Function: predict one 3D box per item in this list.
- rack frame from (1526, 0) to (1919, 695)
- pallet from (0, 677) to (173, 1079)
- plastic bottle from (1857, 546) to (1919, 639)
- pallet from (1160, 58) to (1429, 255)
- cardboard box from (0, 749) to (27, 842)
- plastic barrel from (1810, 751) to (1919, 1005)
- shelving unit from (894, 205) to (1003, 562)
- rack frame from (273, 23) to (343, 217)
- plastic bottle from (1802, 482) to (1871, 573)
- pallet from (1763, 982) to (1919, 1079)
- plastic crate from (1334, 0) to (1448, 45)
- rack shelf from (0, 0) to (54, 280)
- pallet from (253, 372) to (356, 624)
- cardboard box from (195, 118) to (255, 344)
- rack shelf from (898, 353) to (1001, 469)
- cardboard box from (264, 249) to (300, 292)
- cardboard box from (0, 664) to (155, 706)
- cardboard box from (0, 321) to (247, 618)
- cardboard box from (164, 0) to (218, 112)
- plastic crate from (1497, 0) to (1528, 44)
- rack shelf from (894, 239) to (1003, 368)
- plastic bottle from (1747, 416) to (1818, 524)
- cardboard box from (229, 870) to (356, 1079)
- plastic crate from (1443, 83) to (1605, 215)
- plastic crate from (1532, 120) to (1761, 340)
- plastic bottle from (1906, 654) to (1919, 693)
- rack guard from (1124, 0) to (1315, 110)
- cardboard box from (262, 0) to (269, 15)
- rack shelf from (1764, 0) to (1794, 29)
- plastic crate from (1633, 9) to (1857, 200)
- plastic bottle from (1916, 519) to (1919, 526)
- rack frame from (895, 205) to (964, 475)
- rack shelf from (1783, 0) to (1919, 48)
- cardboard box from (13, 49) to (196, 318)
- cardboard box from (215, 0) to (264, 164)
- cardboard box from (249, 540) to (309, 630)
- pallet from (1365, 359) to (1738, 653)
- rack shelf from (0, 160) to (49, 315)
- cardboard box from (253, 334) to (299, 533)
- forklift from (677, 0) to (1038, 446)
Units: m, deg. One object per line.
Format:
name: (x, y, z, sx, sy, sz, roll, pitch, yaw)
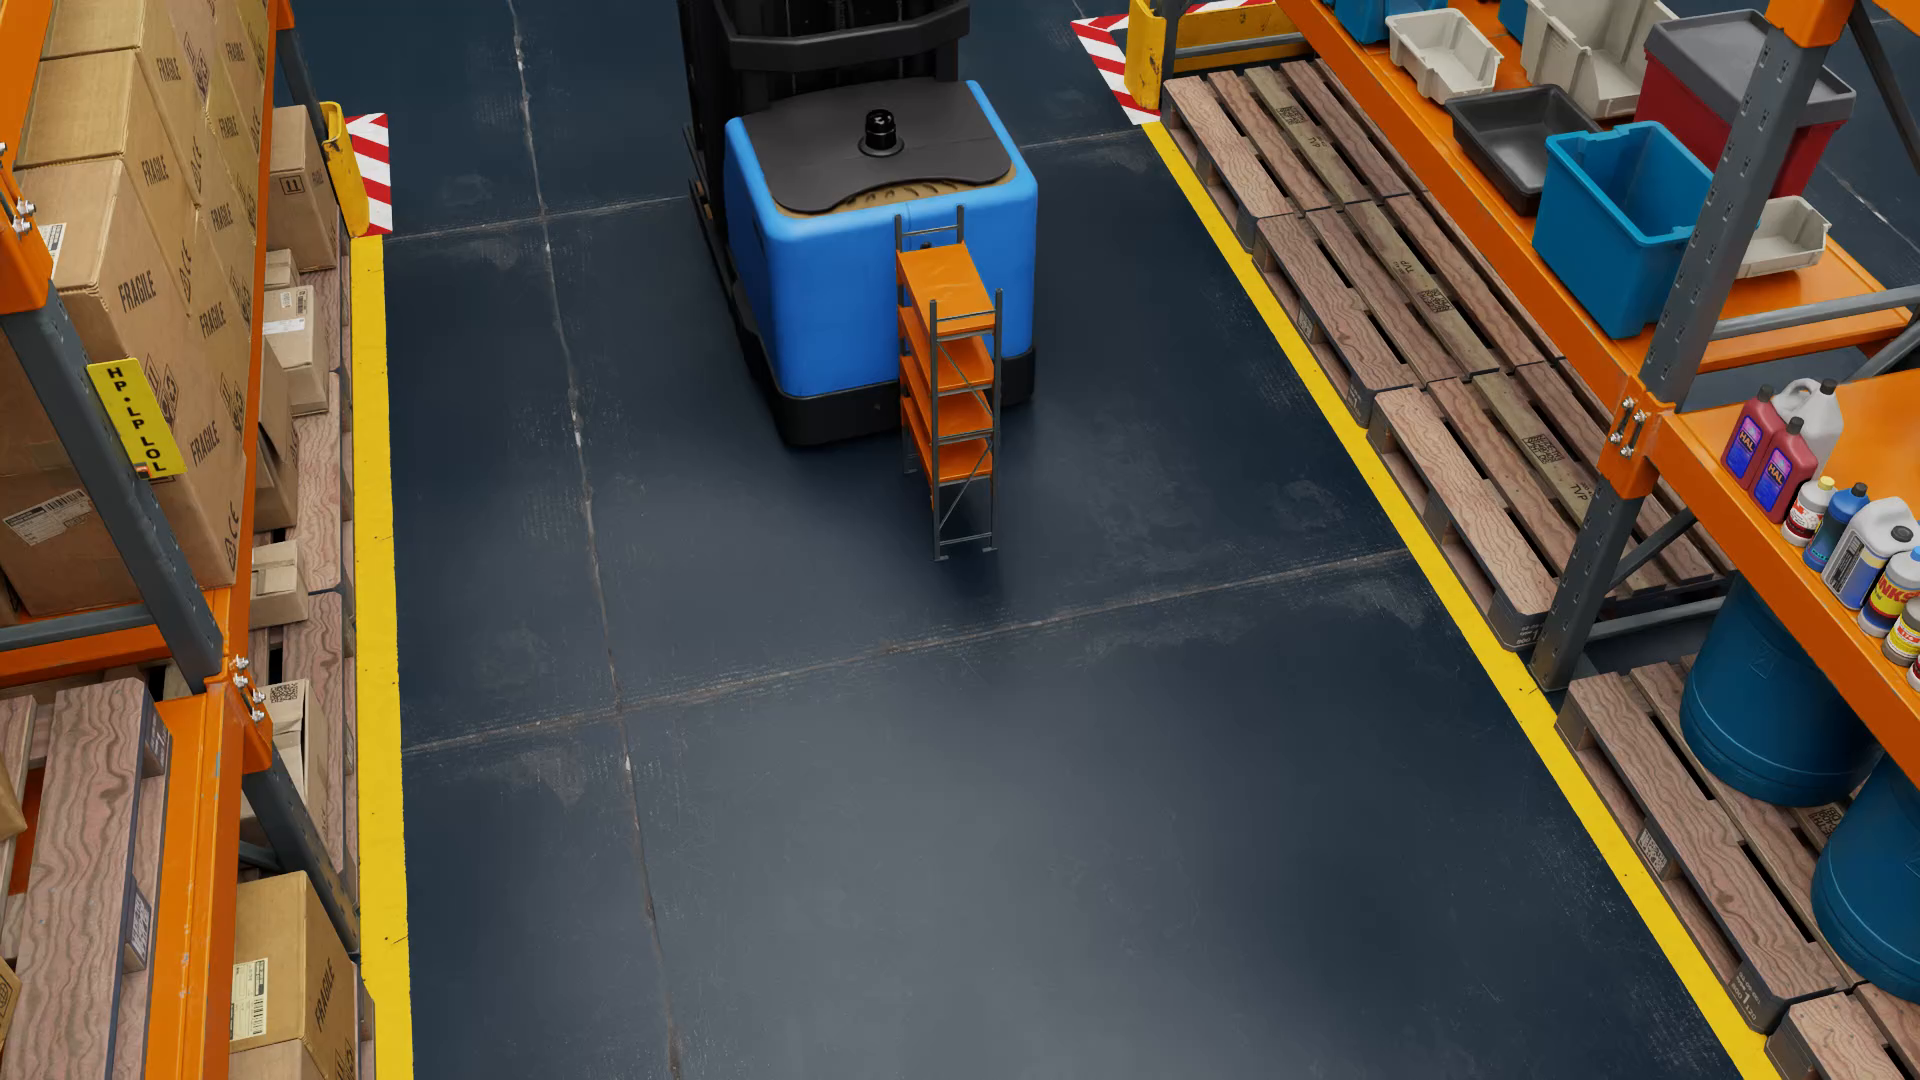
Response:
rack frame: (2.480, -0.652, 4.789, 1.000, 3.000, 0.127, -11, 47, -10)
pallet: (-2.211, 0.890, 3.412, 1.003, 0.211, 1.213, -11, 47, -10)
plastic bottle: (2.327, 0.120, 4.122, 0.097, 0.271, 0.097, 0, 46, 0)
pallet: (1.629, -1.861, 7.926, 1.003, 0.211, 1.213, -11, 47, -10)
cardboard box: (-2.405, 0.437, 3.357, 0.700, 0.500, 0.500, -26, 51, -23)
plastic barrel: (2.784, 0.803, 4.538, 0.600, 0.901, 0.708, -11, 47, -10)
shelving unit: (-0.042, -0.534, 5.933, 0.258, 1.200, 0.503, -11, 47, -10)
rack frame: (-3.334, -2.510, 6.610, 1.000, 3.000, 0.127, -11, 47, -10)
plastic bottle: (2.267, -0.040, 4.279, 0.097, 0.271, 0.097, 0, 46, 0)
pallet: (2.953, 1.708, 4.428, 1.003, 0.211, 1.213, -11, 47, -10)
plastic crate: (1.614, -2.029, 6.213, 0.416, 0.233, 0.300, -11, 47, -10)
rack shelf: (-2.822, -1.928, 4.442, 1.077, 0.370, 4.000, -11, 47, -10)
pallet: (-2.800, -0.091, 6.192, 1.003, 0.211, 1.213, -11, 47, -10)
cardboard box: (-2.437, -0.884, 4.946, 0.500, 0.500, 0.500, -11, 47, -11)
rack shelf: (-0.042, -0.487, 5.982, 0.258, 0.148, 0.480, -11, 47, -10)
cardboard box: (-2.940, -1.046, 6.851, 0.380, 0.166, 0.250, -11, 47, -10)
cardboard box: (-2.730, 0.631, 4.974, 0.500, 0.500, 0.500, -11, 47, -10)
cardboard box: (-2.177, -0.186, 4.262, 0.500, 0.500, 0.500, -10, 46, -9)
cardboard box: (-2.555, -1.578, 4.926, 0.500, 0.500, 0.500, -9, 46, -9)
plastic crate: (2.229, -2.005, 6.190, 0.416, 0.233, 0.300, -11, 47, -10)
rack shelf: (-0.042, -0.809, 5.653, 0.258, 0.148, 0.480, -11, 47, -10)
plastic bottle: (2.195, -0.188, 4.416, 0.061, 0.283, 0.133, -11, 47, -10)
cardboard box: (-1.906, 1.260, 4.357, 0.500, 0.500, 0.500, -11, 47, -11)
plastic crate: (1.933, -1.300, 5.575, 0.437, 0.125, 0.590, -11, 47, -10)
plastic crate: (2.030, -0.927, 5.028, 0.392, 0.384, 0.575, -11, 47, -10)
plastic bottle: (2.377, 0.279, 4.015, 0.097, 0.201, 0.097, 0, 46, 0)
rack guard: (1.437, -2.553, 8.402, 1.175, 0.500, 0.348, -11, 47, -10)
cardboard box: (-2.956, -2.286, 6.320, 0.500, 0.500, 0.500, -9, 46, -9)
rack shelf: (1.968, -2.831, 5.327, 1.077, 0.370, 4.000, -11, 47, -10)
plastic crate: (2.493, -1.358, 5.393, 0.402, 0.464, 0.583, -11, 47, -10)
plastic bottle: (2.439, 0.024, 4.266, 0.097, 0.201, 0.097, 0, 46, 0)
rack frame: (-0.105, -0.703, 6.099, 0.240, 1.200, 0.015, -11, 47, -10)
rack shelf: (2.992, -0.069, 2.621, 1.077, 0.370, 4.000, -11, 47, -10)
cardboard box: (-2.291, -0.867, 4.229, 0.500, 0.500, 0.500, -12, 47, -12)
cardboard box: (-2.697, -1.583, 5.631, 0.500, 0.500, 0.500, -10, 46, -10)
cardboard box: (-2.439, 0.164, 5.665, 0.380, 0.166, 0.250, -11, 47, -10)
pallet: (2.254, -0.176, 6.275, 1.003, 0.211, 1.213, -11, 47, -10)
rack shelf: (-1.798, 0.834, 1.736, 1.077, 0.370, 4.000, -11, 47, -10)
cardboard box: (-2.796, -0.325, 5.908, 0.797, 0.503, 0.637, -11, 47, -10)
forklift: (-0.617, -2.469, 6.617, 1.130, 2.935, 3.031, -12, 47, -12)
